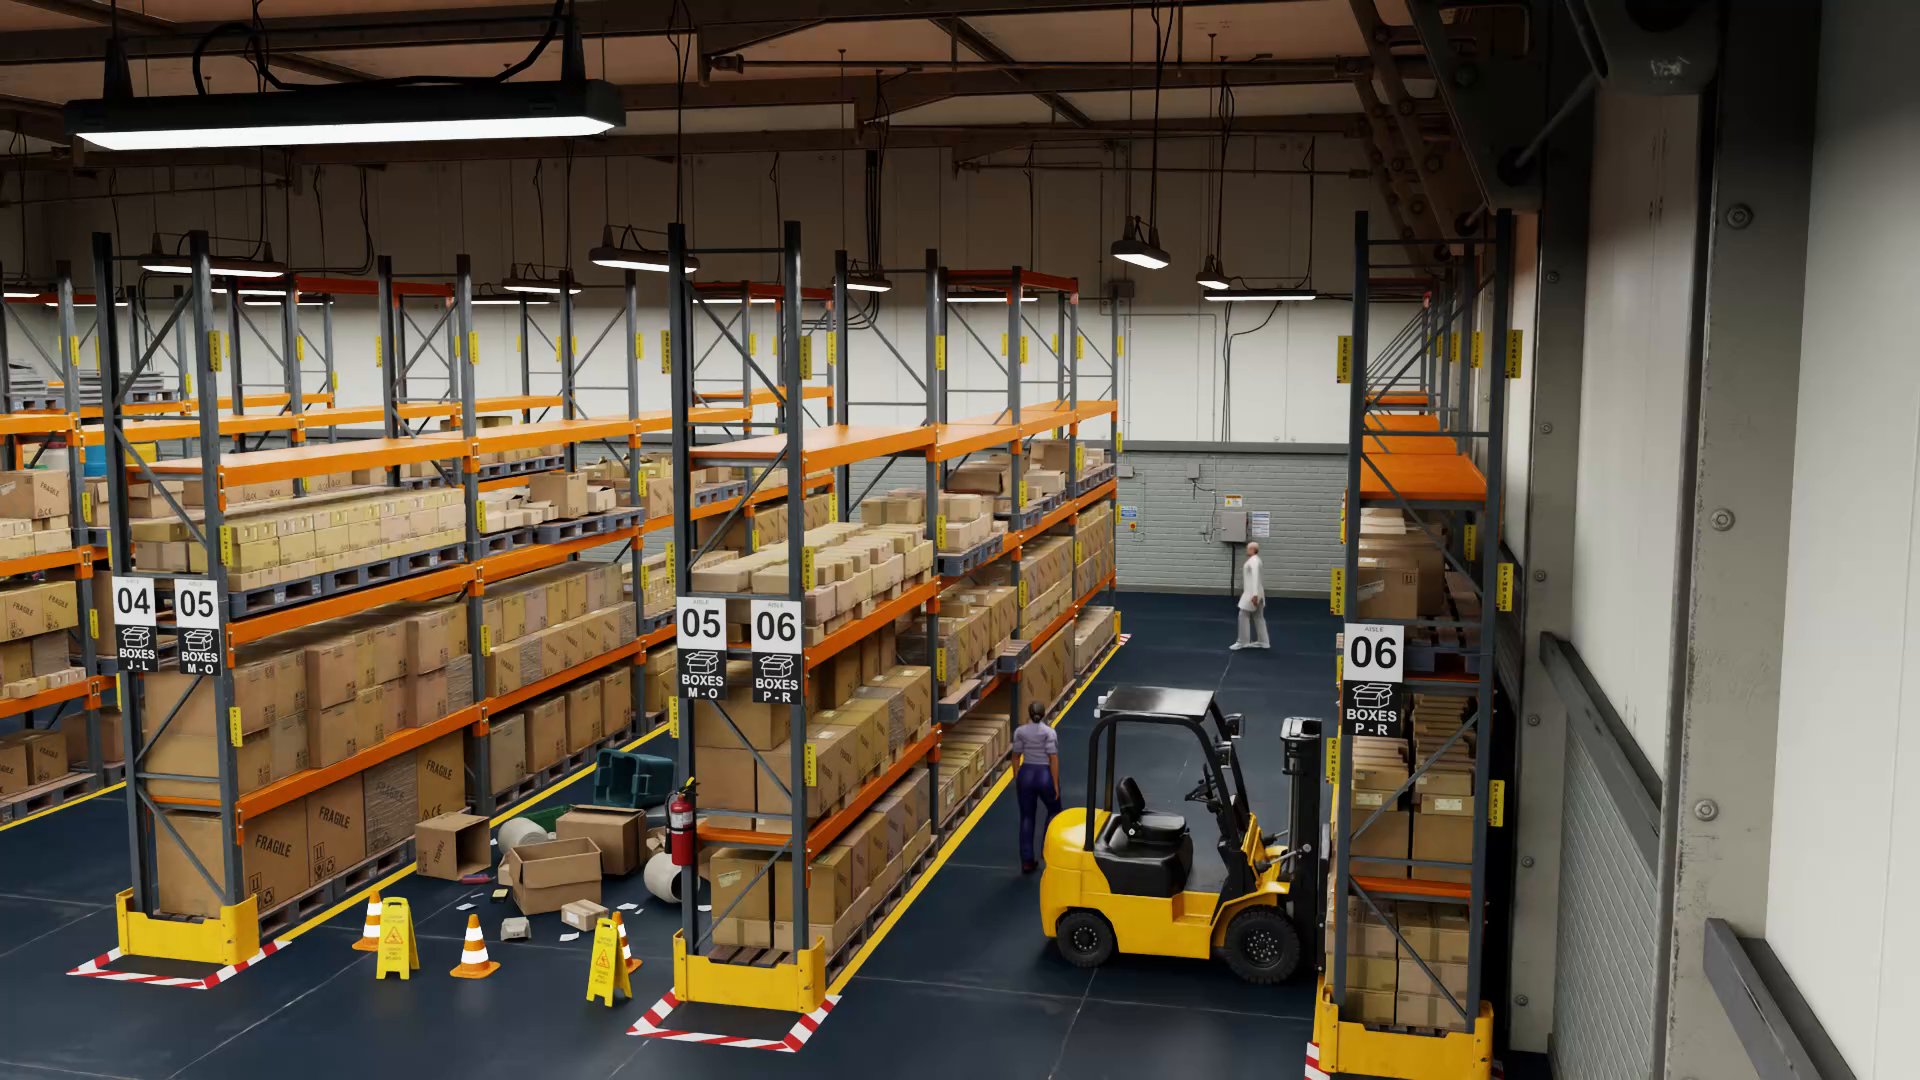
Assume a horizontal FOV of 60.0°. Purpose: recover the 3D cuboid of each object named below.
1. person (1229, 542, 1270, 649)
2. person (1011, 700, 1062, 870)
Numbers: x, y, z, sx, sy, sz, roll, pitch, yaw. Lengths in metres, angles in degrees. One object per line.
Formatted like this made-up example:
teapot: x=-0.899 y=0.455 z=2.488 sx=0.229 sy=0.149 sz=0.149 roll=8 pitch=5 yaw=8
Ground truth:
person: x=4.847 y=0.932 z=27.621 sx=0.686 sy=1.811 sz=0.617 roll=3 pitch=8 yaw=25
person: x=0.735 y=2.399 z=16.224 sx=0.505 sy=1.677 sz=0.523 roll=2 pitch=7 yaw=19
